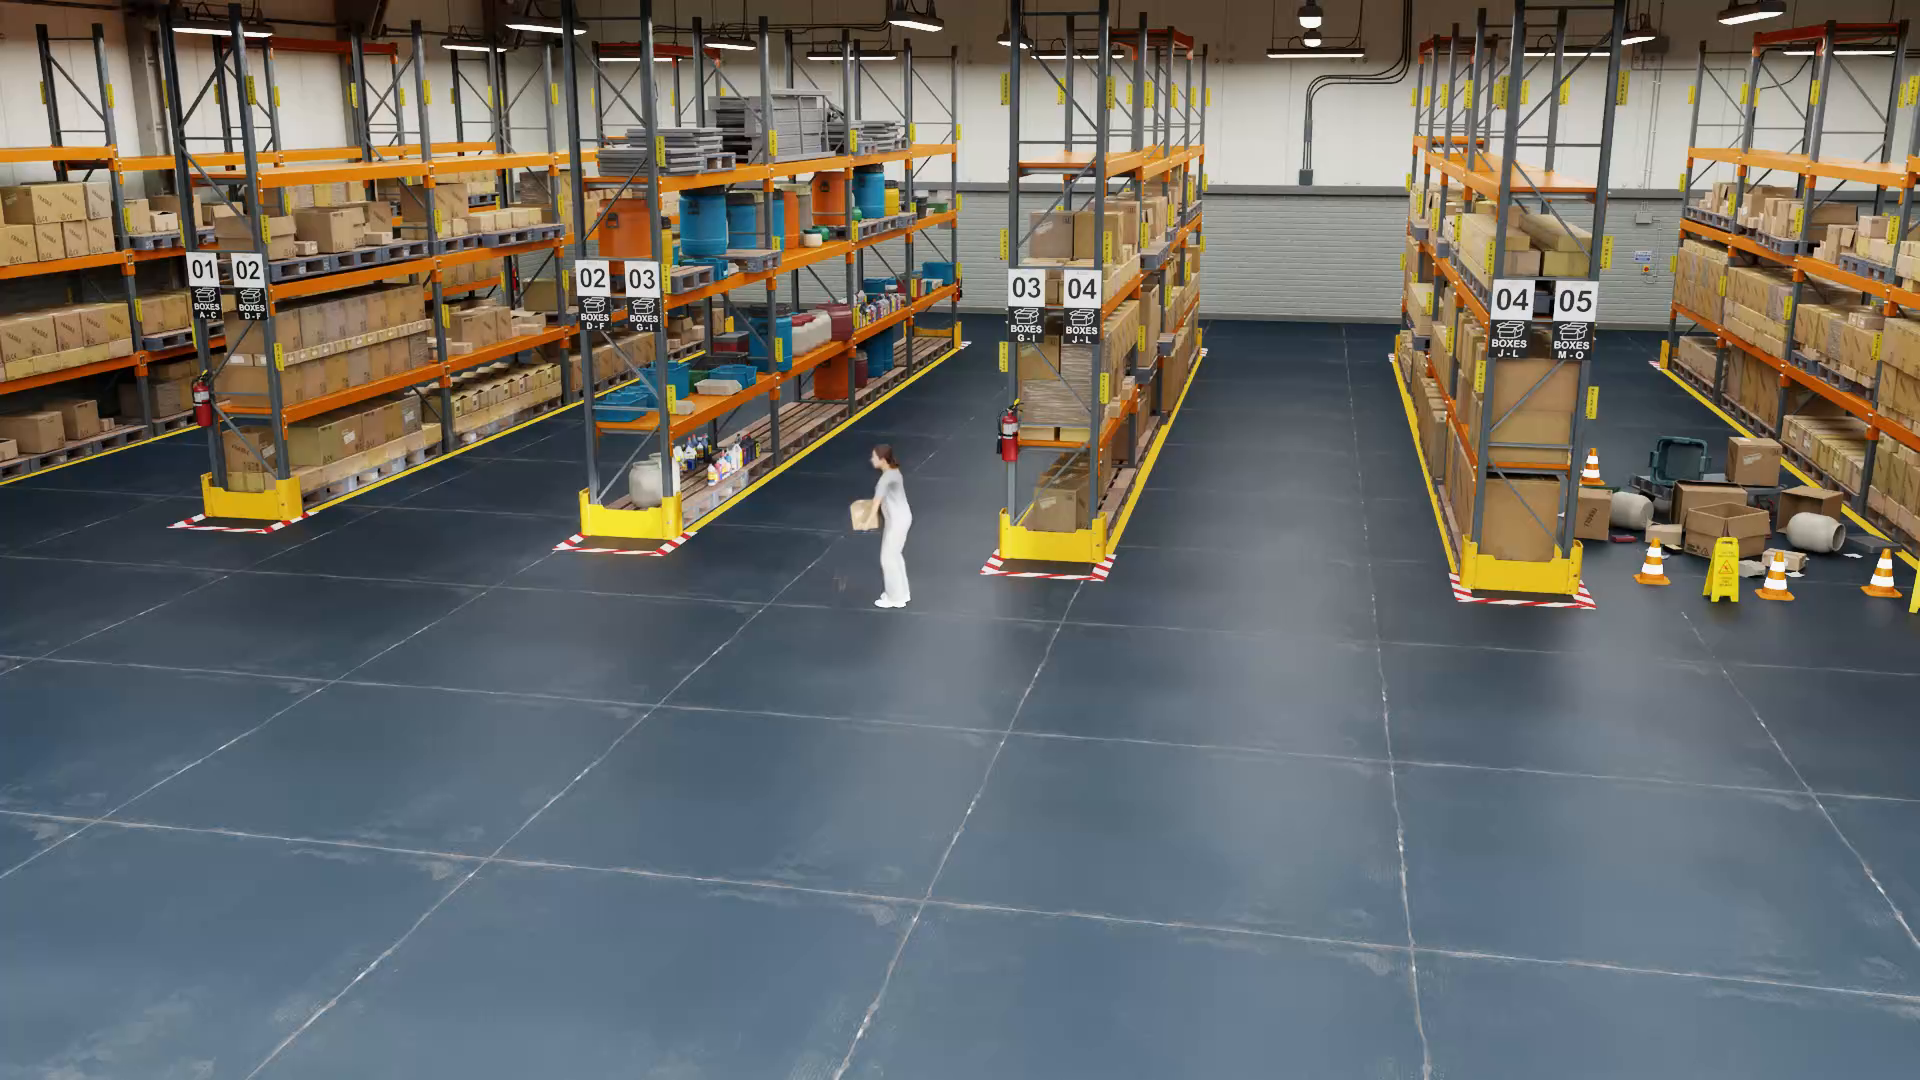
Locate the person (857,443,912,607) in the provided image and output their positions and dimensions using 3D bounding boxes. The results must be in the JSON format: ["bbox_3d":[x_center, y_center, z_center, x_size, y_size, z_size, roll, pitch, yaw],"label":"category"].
[{"bbox_3d":[-0.752,-0.157,16.663,0.519,1.656,0.411,3,15,10],"label":"person"}]
